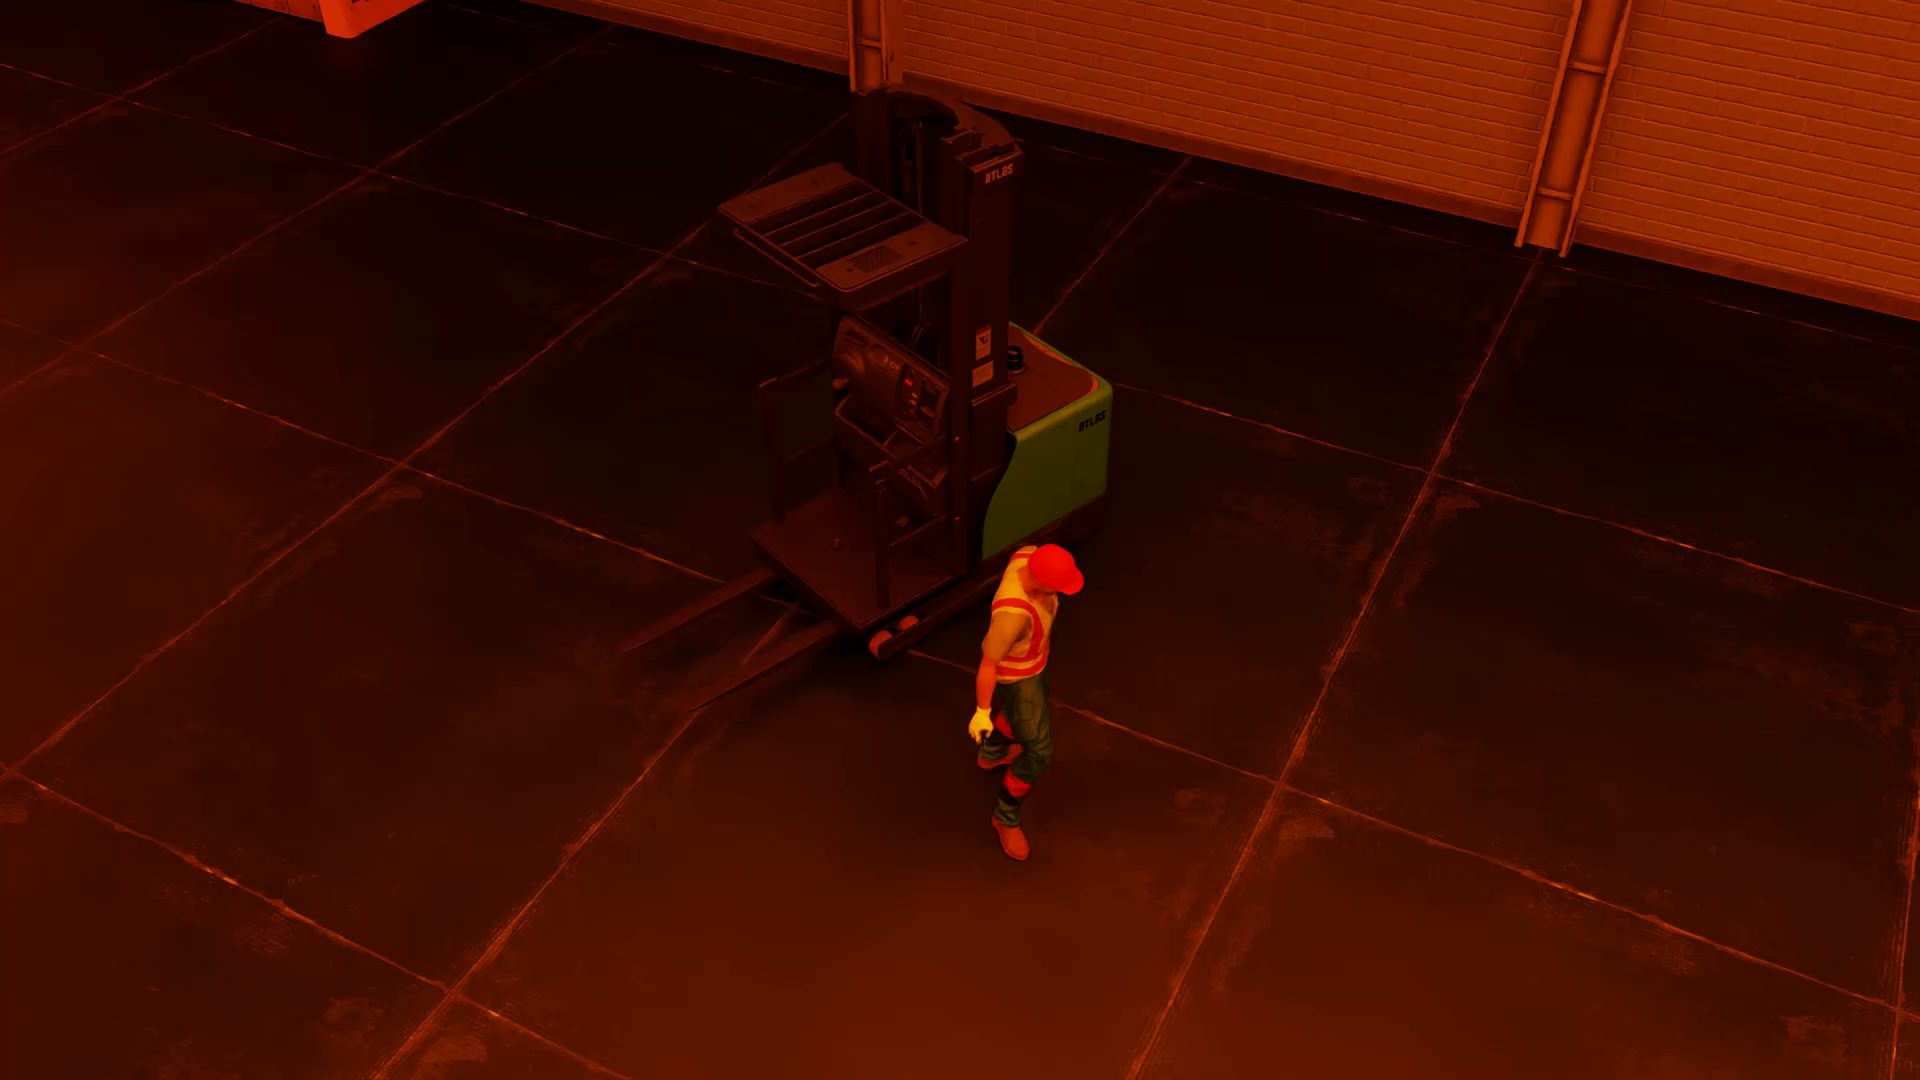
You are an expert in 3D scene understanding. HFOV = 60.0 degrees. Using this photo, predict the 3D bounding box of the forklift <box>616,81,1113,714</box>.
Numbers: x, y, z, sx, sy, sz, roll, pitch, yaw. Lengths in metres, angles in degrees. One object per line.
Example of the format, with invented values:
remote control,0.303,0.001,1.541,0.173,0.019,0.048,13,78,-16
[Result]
forklift,-0.541,-0.825,8.966,3.031,2.935,1.130,-29,48,-30

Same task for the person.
person,0.334,0.626,8.221,0.527,1.719,1.122,9,41,11
